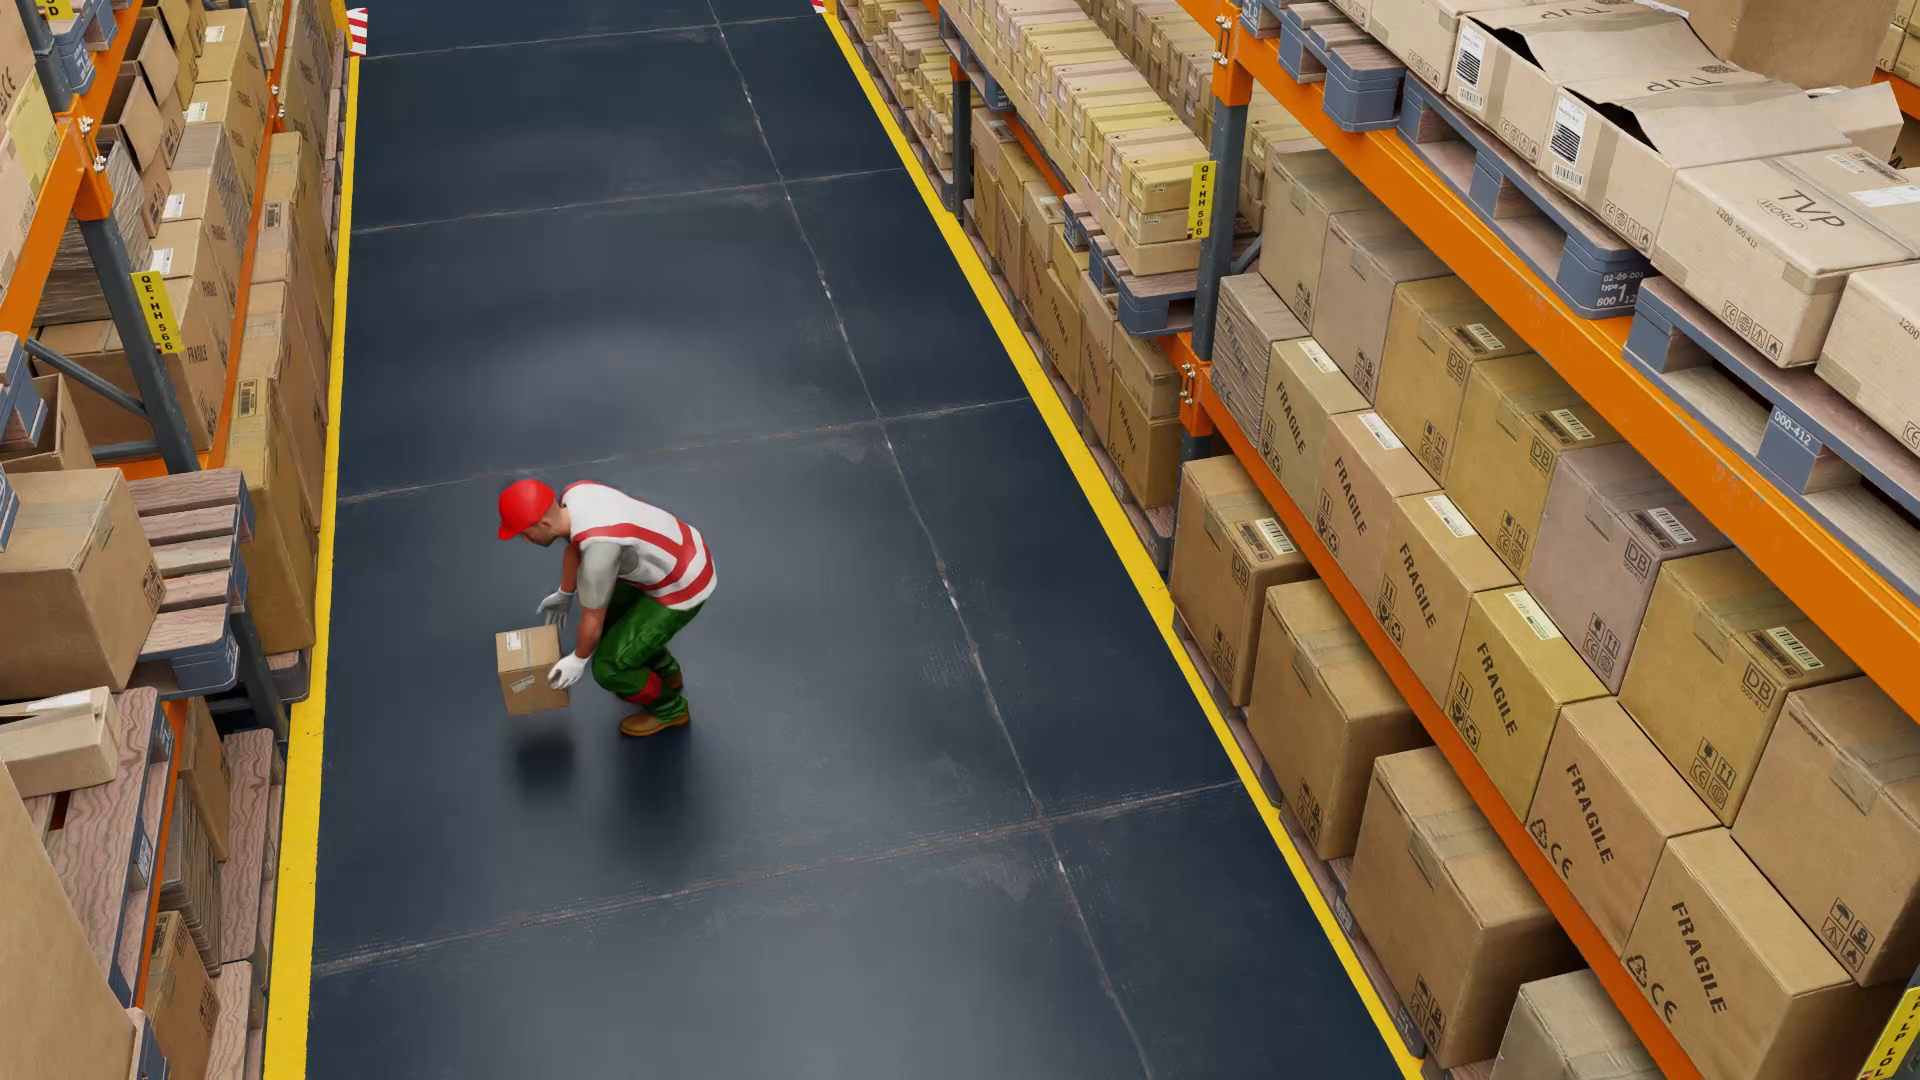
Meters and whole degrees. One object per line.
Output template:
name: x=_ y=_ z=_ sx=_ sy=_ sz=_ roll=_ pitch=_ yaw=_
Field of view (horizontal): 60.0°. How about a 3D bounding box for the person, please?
person: x=-1.394 y=0.248 z=6.779 sx=0.816 sy=1.295 sz=0.585 roll=-9 pitch=39 yaw=-12
